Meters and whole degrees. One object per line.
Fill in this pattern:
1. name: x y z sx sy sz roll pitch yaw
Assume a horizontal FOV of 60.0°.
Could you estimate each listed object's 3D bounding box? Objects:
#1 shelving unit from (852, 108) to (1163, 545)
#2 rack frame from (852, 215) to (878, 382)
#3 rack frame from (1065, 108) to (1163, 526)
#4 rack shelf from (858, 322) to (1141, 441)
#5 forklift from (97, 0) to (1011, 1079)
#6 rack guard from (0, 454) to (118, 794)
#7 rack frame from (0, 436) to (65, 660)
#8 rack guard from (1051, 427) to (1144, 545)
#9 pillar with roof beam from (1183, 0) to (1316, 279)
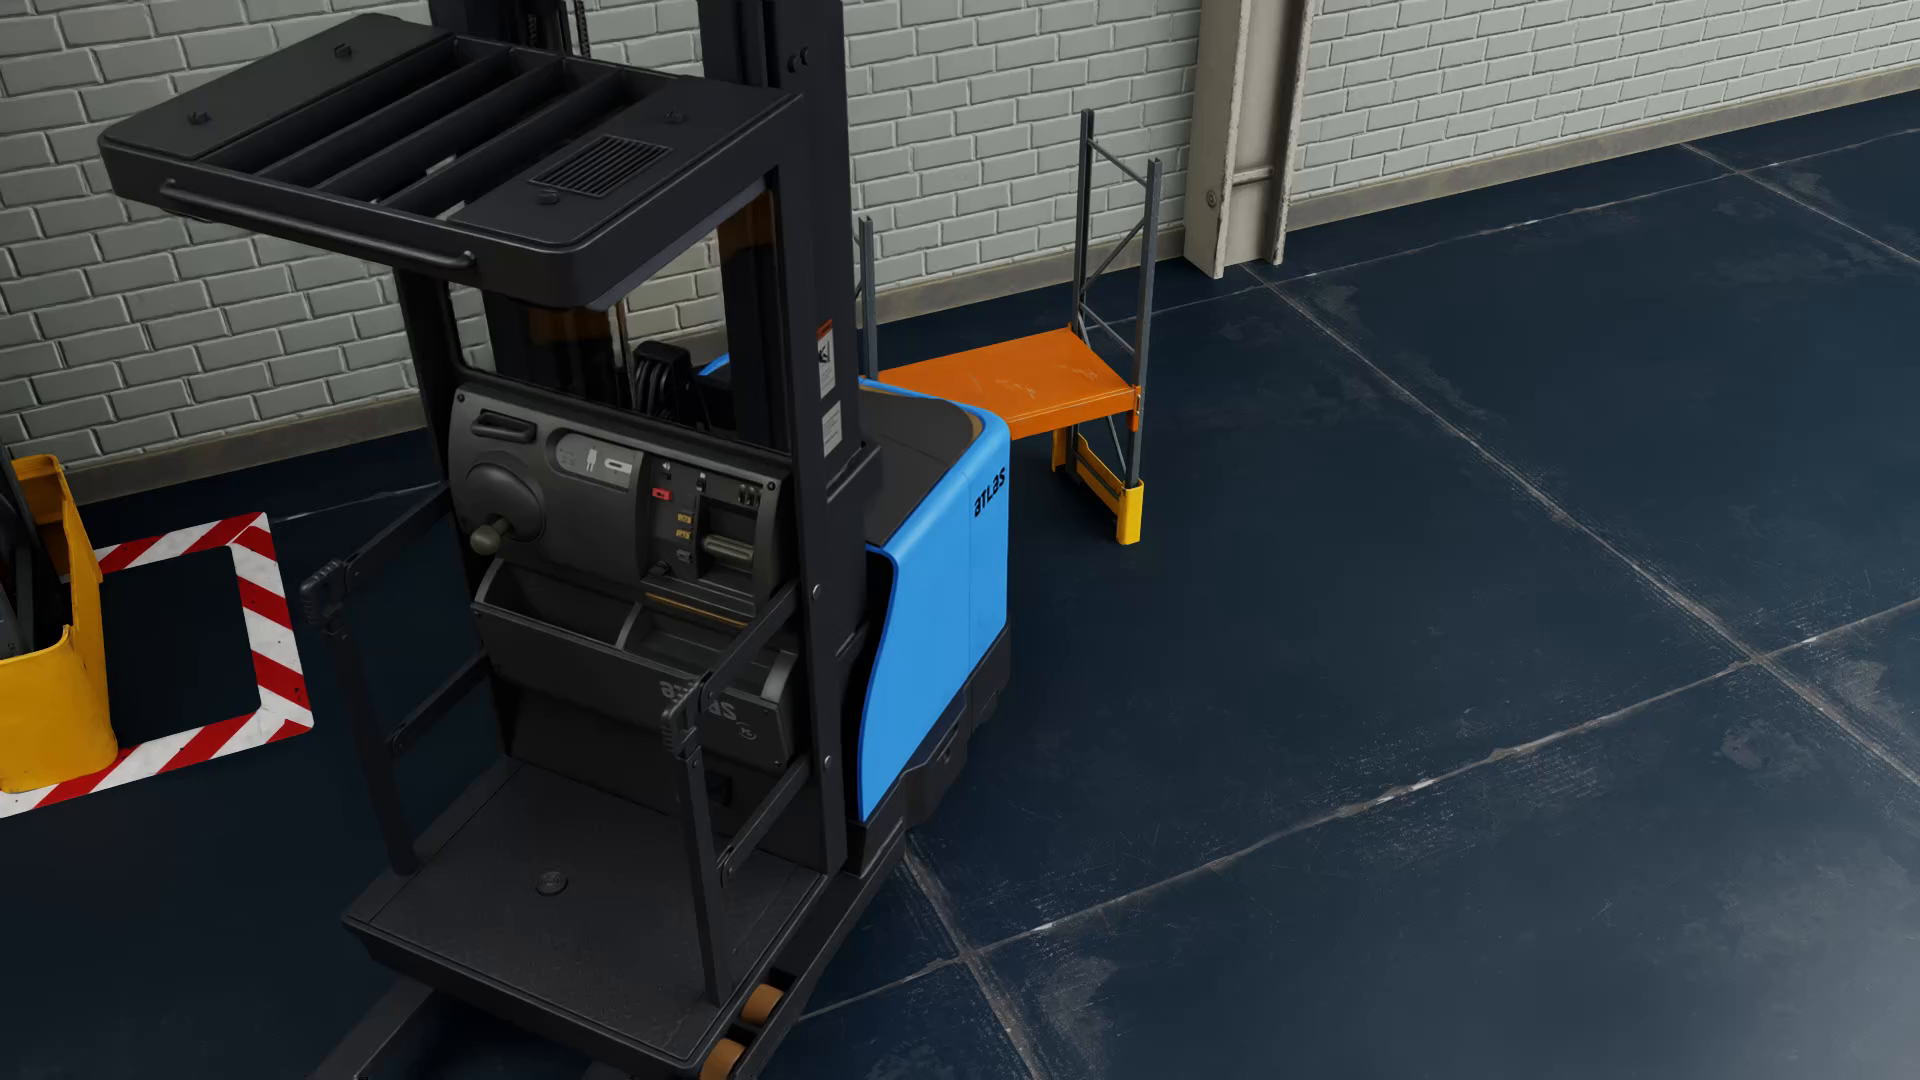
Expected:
1. shelving unit: 0.069 -0.622 5.829 1.083 1.500 0.587 -16 39 -20
2. rack frame: -0.383 -0.495 5.659 0.032 1.500 0.500 -16 39 -20
3. rack frame: 0.537 -0.753 6.006 0.032 1.500 0.500 -16 39 -20
4. rack shelf: 0.077 -0.480 5.939 1.000 0.185 0.538 -16 39 -20
5. forklift: -0.926 -0.023 3.821 1.130 2.935 3.031 16 39 20
6. rack guard: -3.075 0.246 5.499 0.348 0.500 1.175 -16 39 -20
7. rack frame: -3.097 -0.752 4.746 0.127 3.000 1.000 -16 39 -20
8. rack guard: 0.520 -0.246 6.371 0.087 0.250 0.587 -16 39 -20
9. pillar with roof beam: 3.150 -2.669 2.294 0.400 9.000 9.100 -16 39 -20
